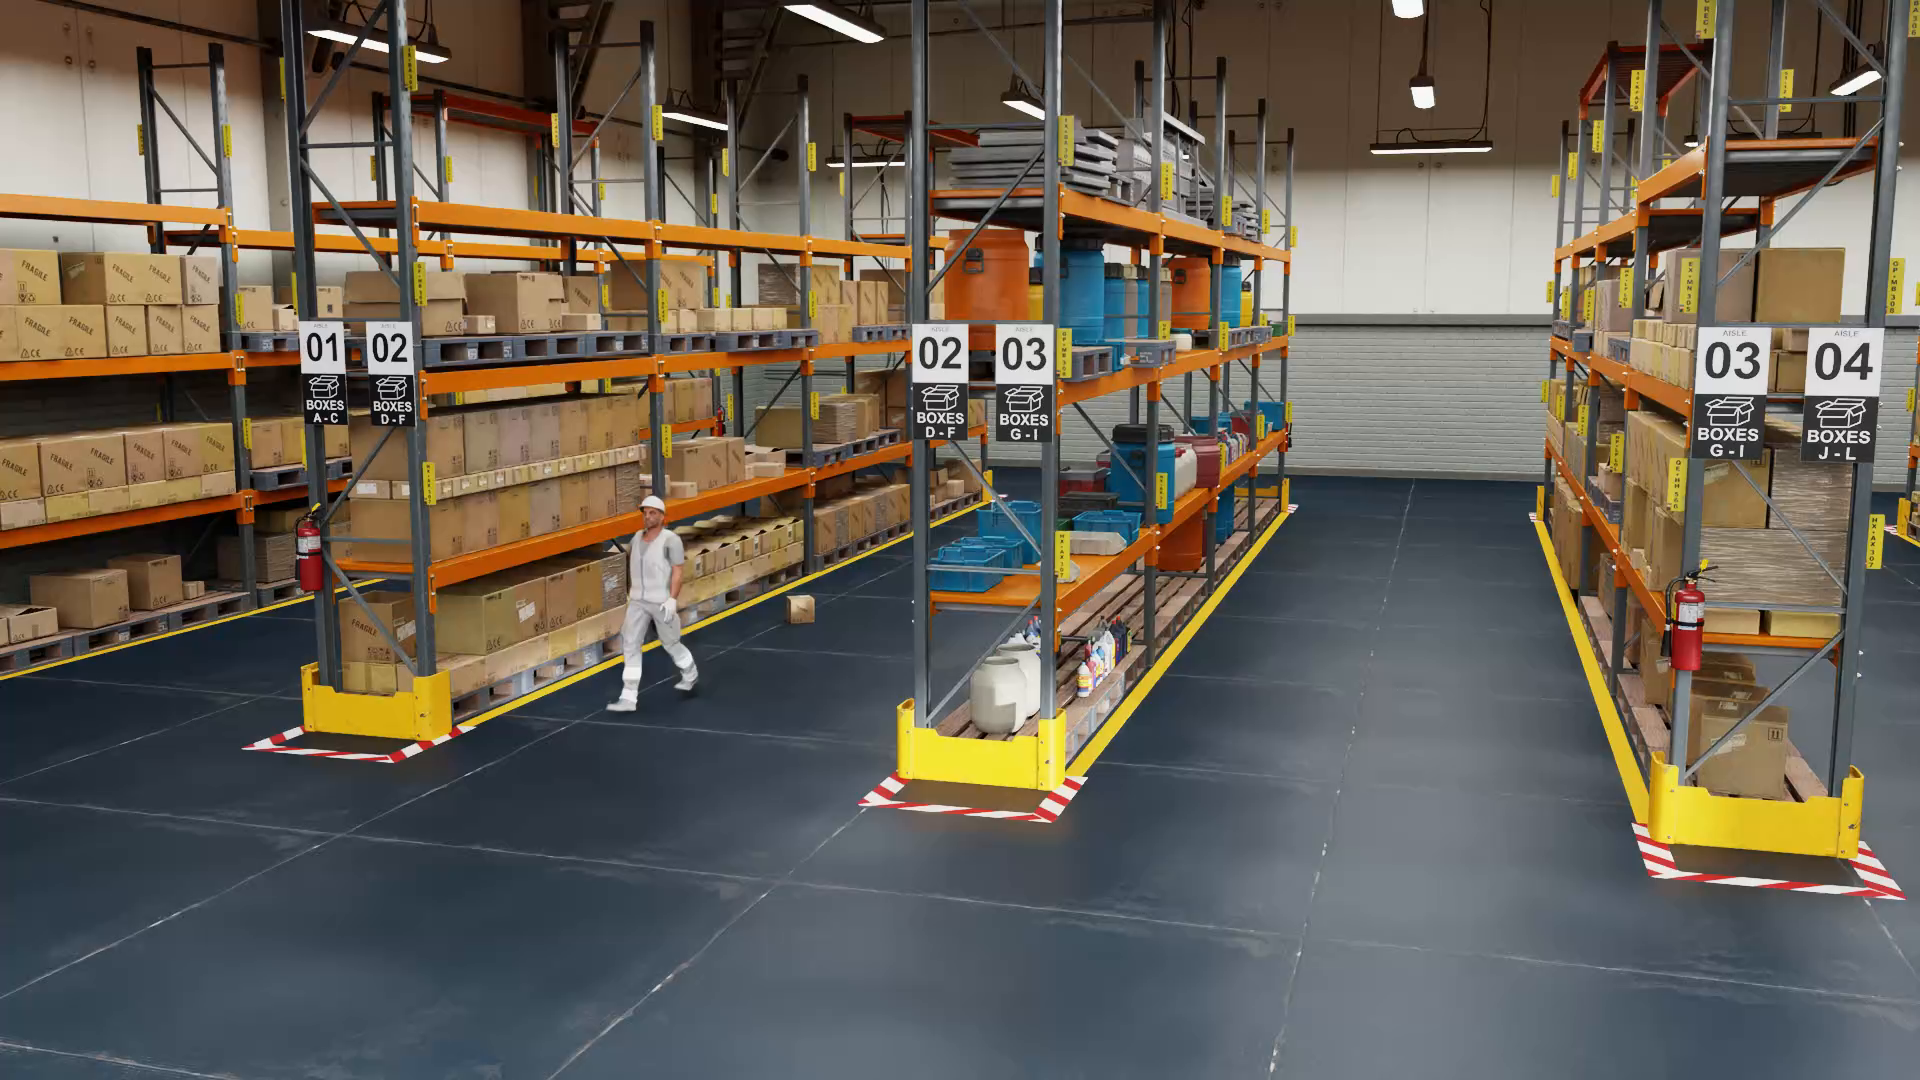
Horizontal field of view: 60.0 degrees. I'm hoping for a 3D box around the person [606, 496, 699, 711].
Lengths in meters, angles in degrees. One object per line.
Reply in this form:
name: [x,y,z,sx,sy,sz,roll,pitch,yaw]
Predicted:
person: [-2.546,0.512,13.761,0.583,1.747,1.035,3,9,23]
